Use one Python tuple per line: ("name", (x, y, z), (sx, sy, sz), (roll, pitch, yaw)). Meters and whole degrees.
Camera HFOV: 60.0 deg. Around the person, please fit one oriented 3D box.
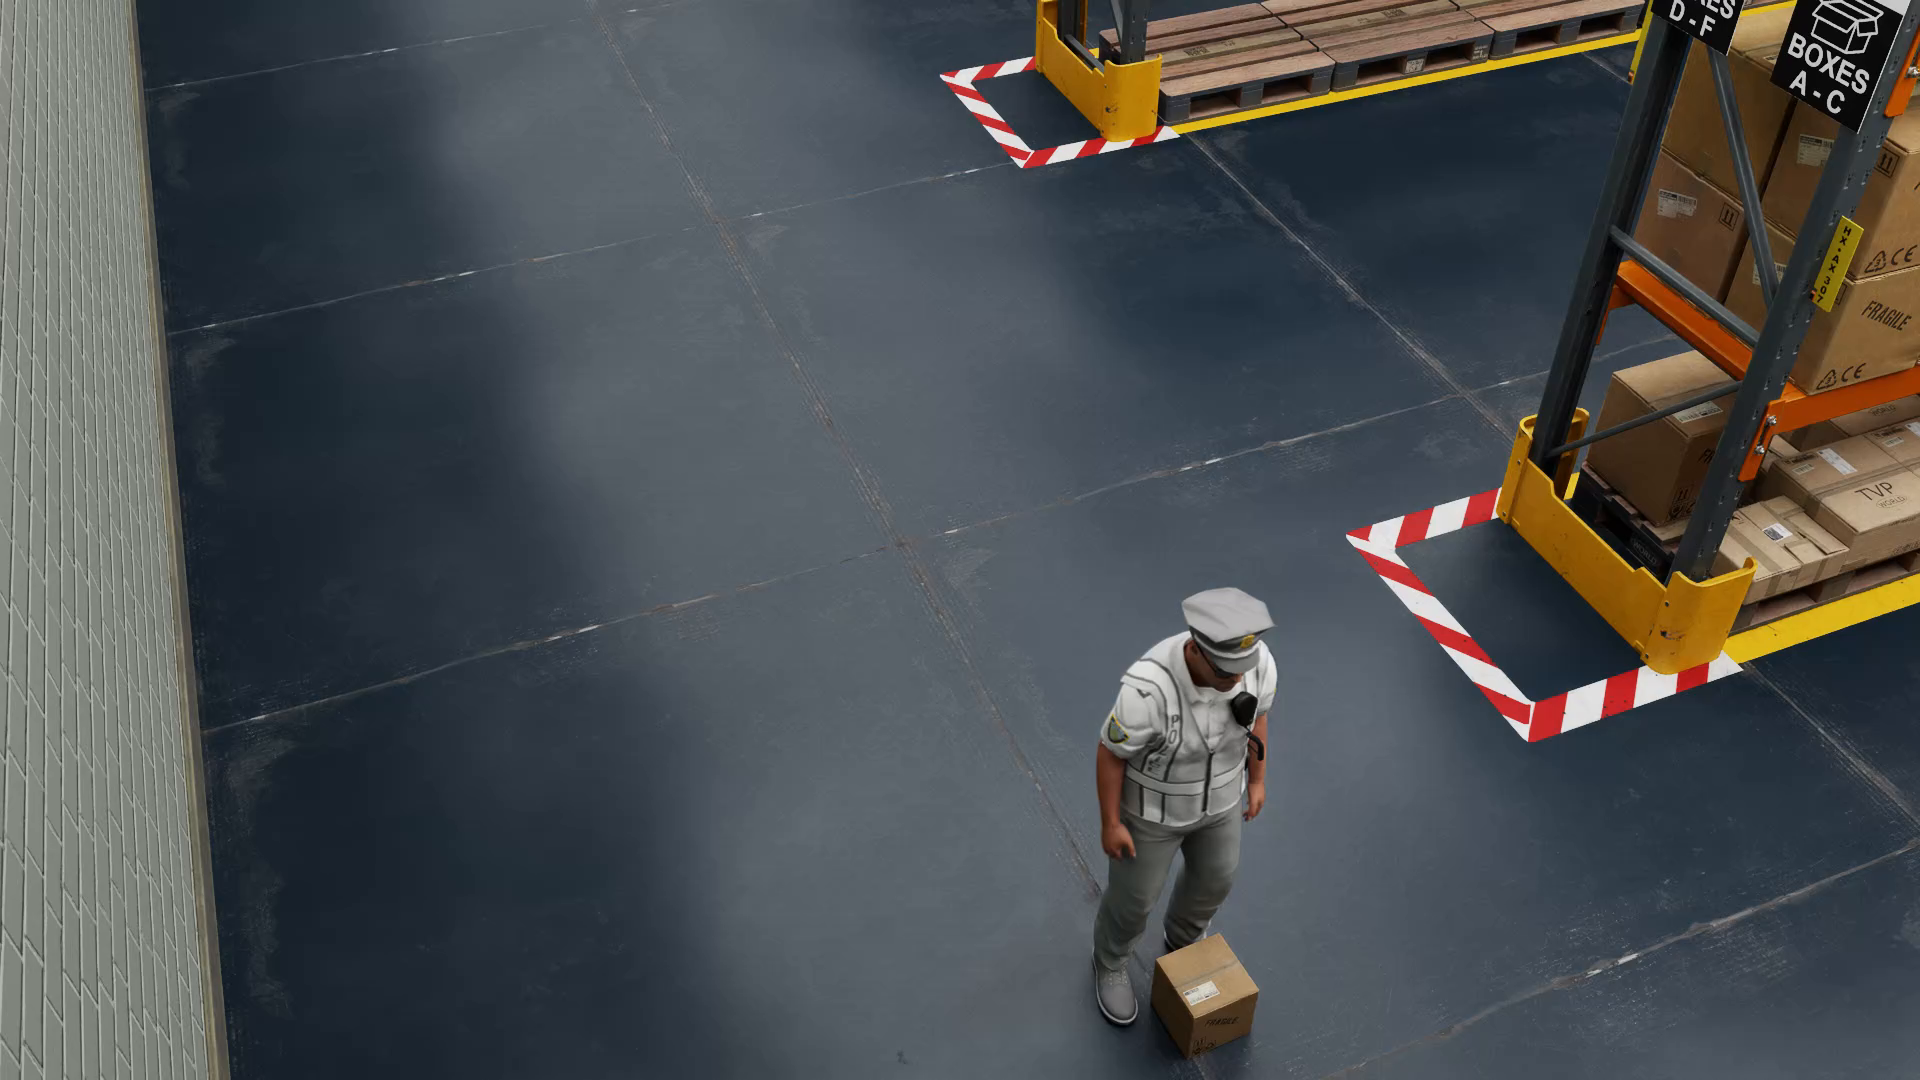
("person", (0.699, 0.808, 5.239), (0.586, 1.748, 0.468), (-15, 44, -16))
